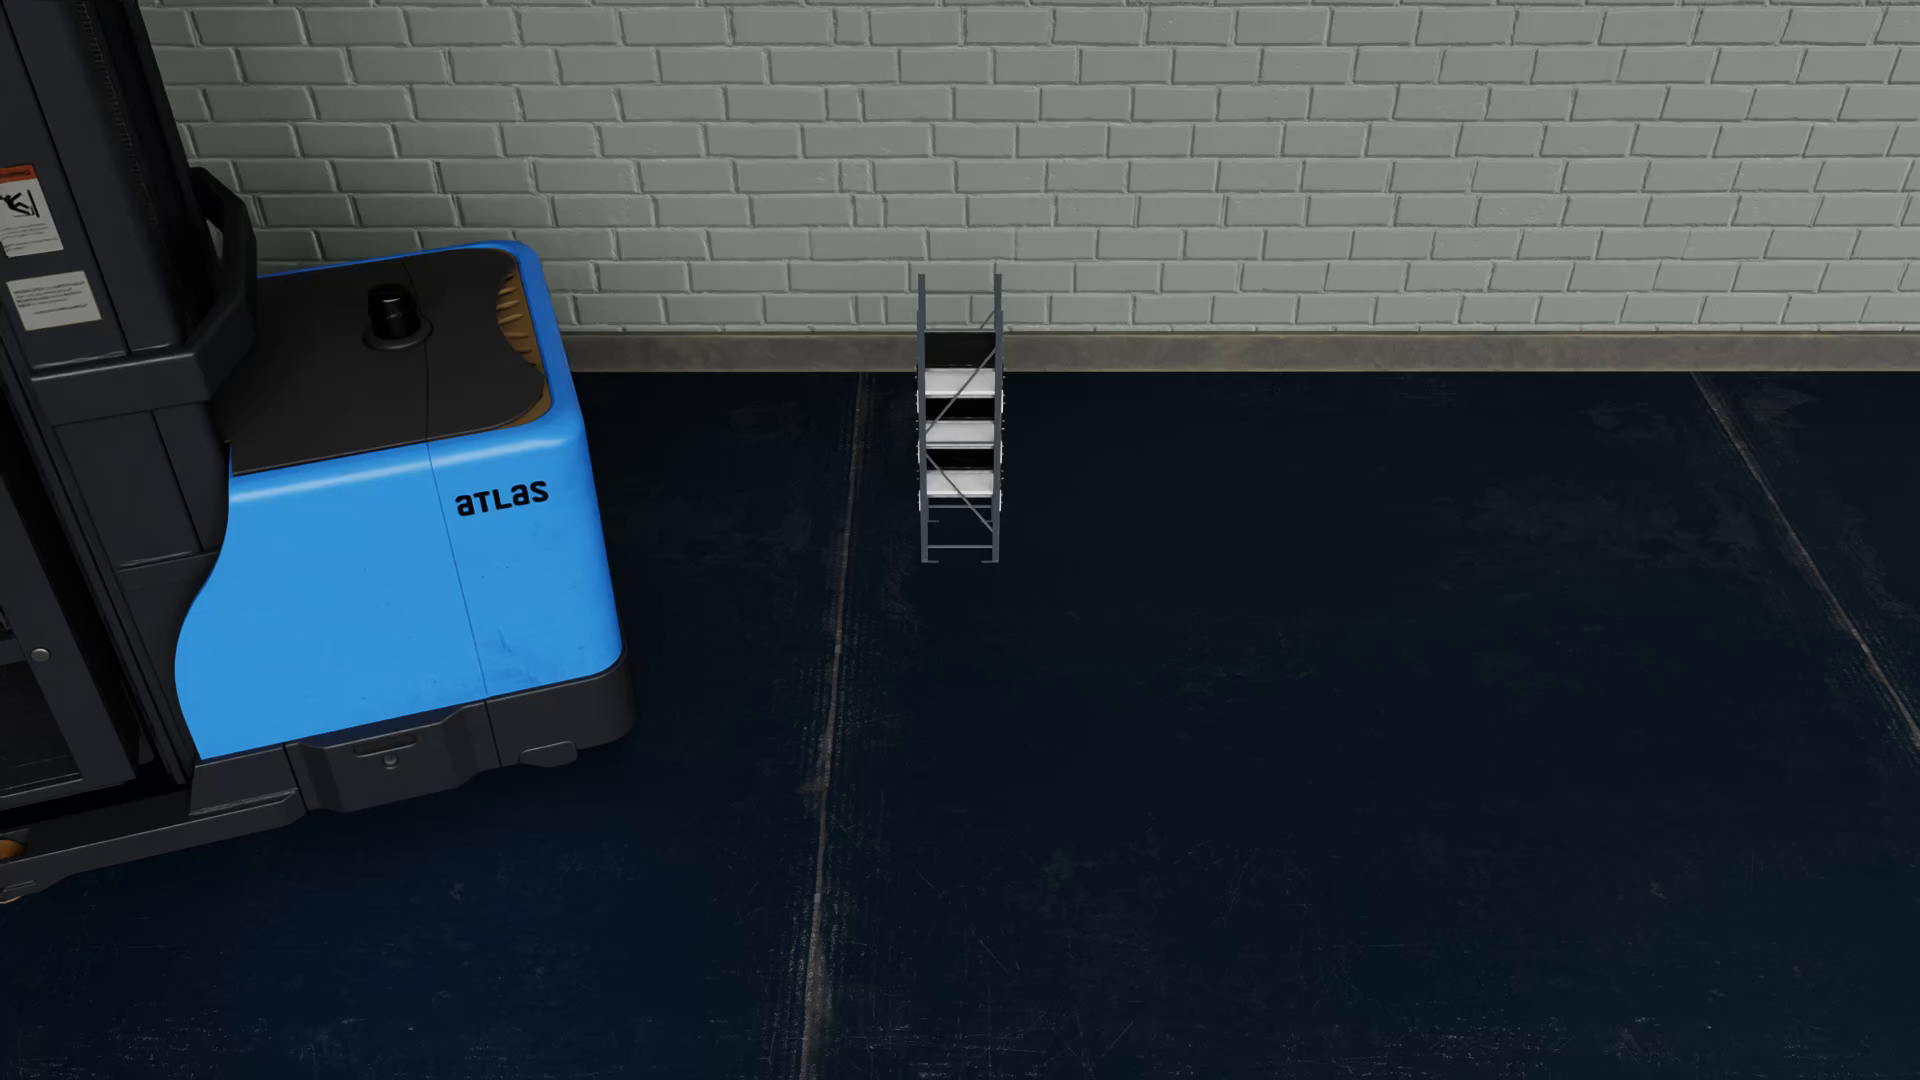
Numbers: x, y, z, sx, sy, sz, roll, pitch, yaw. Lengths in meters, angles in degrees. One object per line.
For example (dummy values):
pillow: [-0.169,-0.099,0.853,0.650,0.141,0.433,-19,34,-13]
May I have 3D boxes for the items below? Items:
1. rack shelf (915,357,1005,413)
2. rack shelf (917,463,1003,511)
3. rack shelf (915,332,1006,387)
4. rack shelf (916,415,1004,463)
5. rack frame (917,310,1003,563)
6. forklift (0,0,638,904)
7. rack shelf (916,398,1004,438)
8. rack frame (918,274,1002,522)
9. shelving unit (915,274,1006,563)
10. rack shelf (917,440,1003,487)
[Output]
rack shelf: [0.000,-0.461,4.871,0.258,0.077,0.200,0,39,0]
rack shelf: [0.000,-0.180,5.096,0.258,0.077,0.200,0,39,0]
rack shelf: [0.000,-0.531,4.814,0.258,0.077,0.200,0,39,0]
rack shelf: [0.000,-0.320,4.983,0.258,0.077,0.200,0,39,0]
rack frame: [0.000,-0.282,4.883,0.240,0.900,0.006,0,39,0]
forklift: [-2.452,-0.575,3.623,3.031,2.935,1.130,-12,40,-14]
rack shelf: [0.000,-0.390,4.927,0.258,0.077,0.200,0,39,0]
rack frame: [0.000,-0.410,5.042,0.240,0.900,0.006,0,39,0]
shelving unit: [0.000,-0.346,4.962,0.258,0.900,0.210,0,39,0]
rack shelf: [0.000,-0.250,5.039,0.258,0.077,0.200,0,39,0]
